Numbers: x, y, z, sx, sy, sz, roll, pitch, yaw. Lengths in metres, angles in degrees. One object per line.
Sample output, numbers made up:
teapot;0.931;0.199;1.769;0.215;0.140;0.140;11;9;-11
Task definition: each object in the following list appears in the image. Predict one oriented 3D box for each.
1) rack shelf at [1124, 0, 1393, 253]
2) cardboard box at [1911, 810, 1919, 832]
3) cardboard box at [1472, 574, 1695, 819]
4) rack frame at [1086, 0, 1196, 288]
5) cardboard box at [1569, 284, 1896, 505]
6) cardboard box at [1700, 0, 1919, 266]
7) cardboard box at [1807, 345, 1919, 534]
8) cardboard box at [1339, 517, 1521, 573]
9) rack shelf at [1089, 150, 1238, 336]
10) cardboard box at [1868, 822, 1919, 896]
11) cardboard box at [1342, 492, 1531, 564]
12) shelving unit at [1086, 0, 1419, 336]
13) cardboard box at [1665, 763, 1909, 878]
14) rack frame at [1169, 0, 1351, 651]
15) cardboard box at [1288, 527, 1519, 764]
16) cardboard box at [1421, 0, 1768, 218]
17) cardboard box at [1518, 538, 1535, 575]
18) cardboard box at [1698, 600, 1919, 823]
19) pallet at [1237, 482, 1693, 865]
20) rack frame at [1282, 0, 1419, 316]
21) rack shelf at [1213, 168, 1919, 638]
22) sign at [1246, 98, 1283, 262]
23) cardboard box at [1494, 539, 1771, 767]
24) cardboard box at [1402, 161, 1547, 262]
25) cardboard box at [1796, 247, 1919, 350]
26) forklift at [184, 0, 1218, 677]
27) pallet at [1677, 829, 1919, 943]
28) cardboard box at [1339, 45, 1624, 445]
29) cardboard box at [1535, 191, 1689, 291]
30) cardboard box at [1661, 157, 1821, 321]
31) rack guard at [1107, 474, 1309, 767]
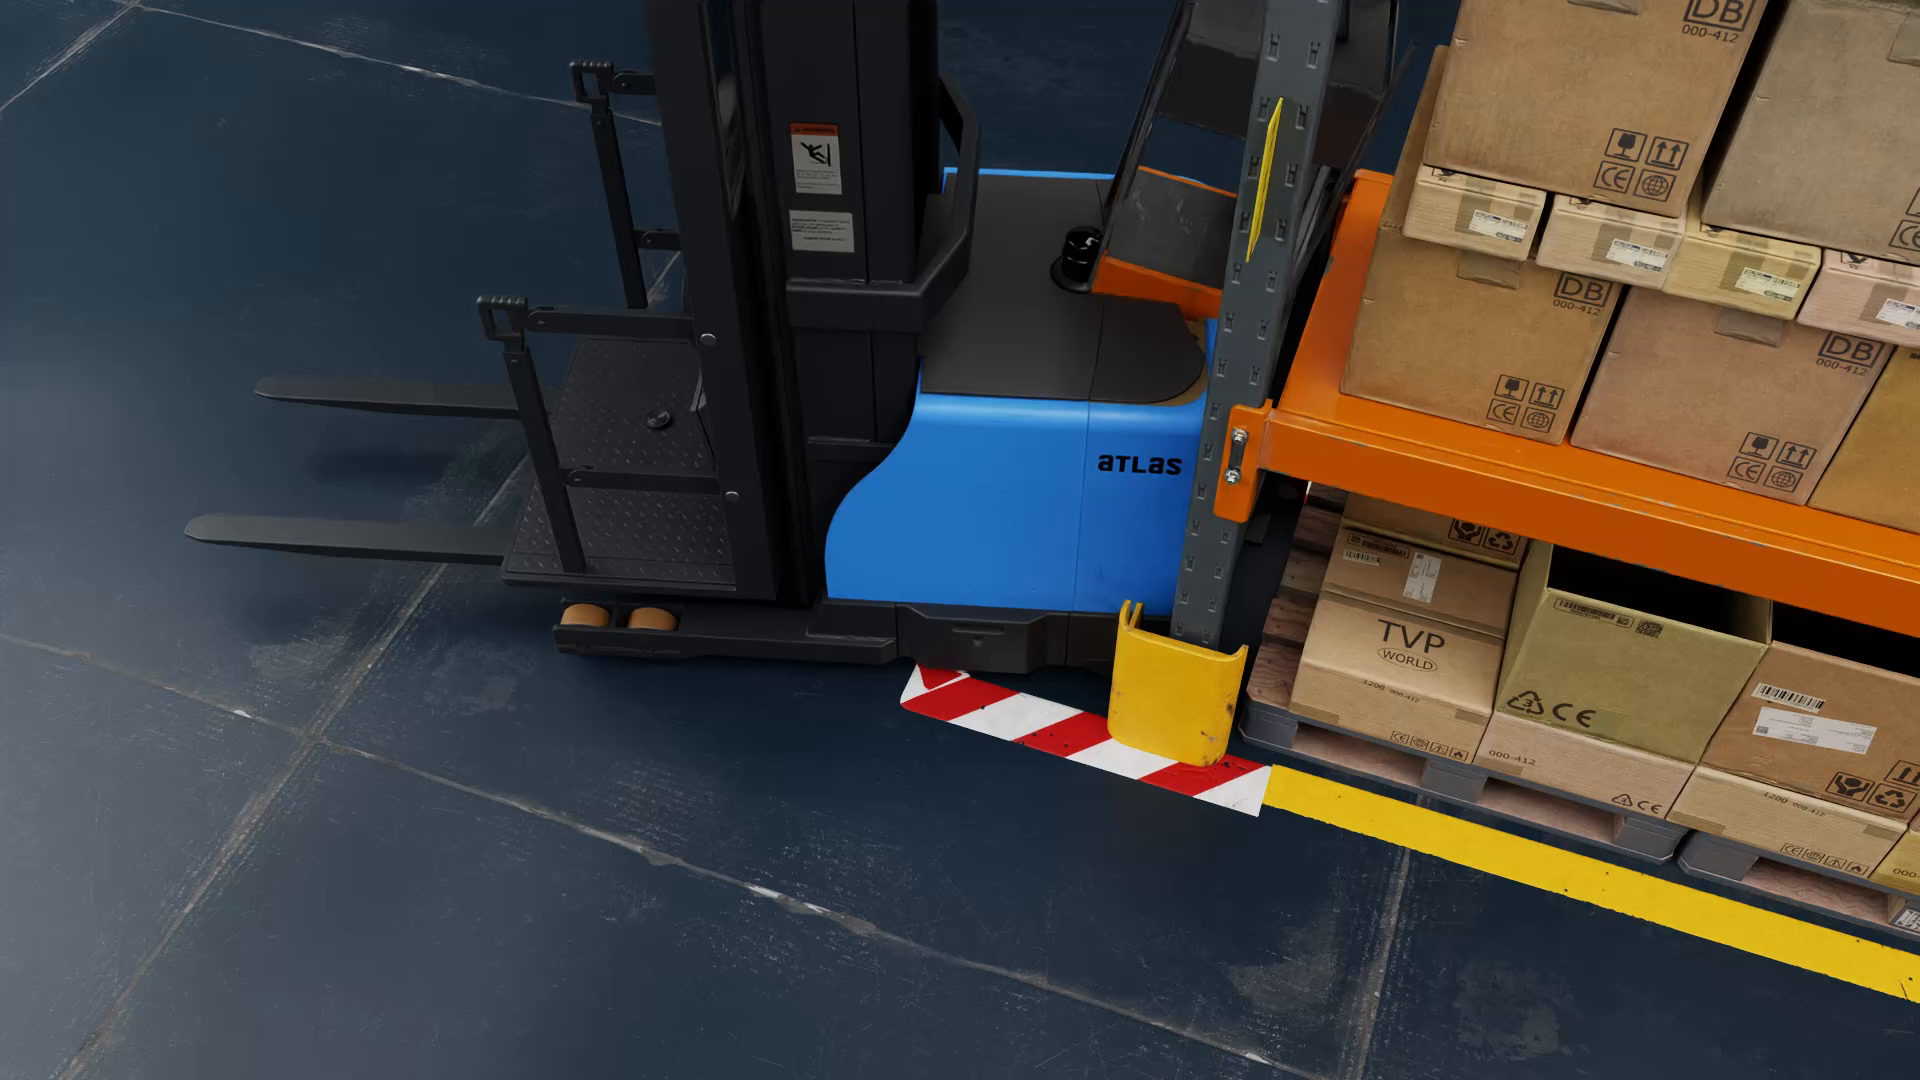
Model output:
rack shelf;0.723;-1.079;4.003;0.480;0.518;0.431;16;53;-1
cardboard box;2.623;0.430;3.938;0.500;0.500;0.500;16;51;13
cardboard box;1.687;0.409;4.452;0.500;0.250;0.500;16;51;13
rack frame;0.359;-0.753;4.544;0.015;2.100;0.400;16;53;-1
cardboard box;1.719;-0.548;3.673;0.500;0.500;0.700;17;51;14
cardboard box;1.769;-0.959;3.171;0.500;0.500;0.700;14;51;12
cardboard box;2.182;-0.413;3.557;0.500;0.500;0.700;16;51;13
cardboard box;1.396;-0.086;4.881;0.500;0.250;0.500;16;51;13
rack shelf;0.590;-0.677;4.561;0.480;0.518;0.431;16;53;-1
cardboard box;2.623;0.675;4.222;0.500;0.250;0.500;16;51;13
cardboard box;1.397;-0.333;4.599;0.500;0.500;0.500;16;51;13
shelving unit;0.593;-0.685;4.550;0.503;2.100;0.431;16;53;-1
cardboard box;2.156;0.541;4.338;0.500;0.250;0.500;16;51;13
rack frame;0.791;-0.780;3.941;0.127;3.000;1.000;16;51;13
cardboard box;1.217;0.281;4.563;0.500;0.250;0.500;16;51;13
cardboard box;1.274;-1.093;3.287;0.500;0.500;0.700;16;51;13
cardboard box;1.870;0.036;4.775;0.500;0.250;0.500;16;51;13
cardboard box;2.160;0.287;4.062;0.500;0.500;0.500;16;51;13
pallet;1.523;0.304;4.847;1.213;0.211;1.003;16;51;13
rack frame;0.827;-0.616;4.556;0.015;2.100;0.400;16;53;-1
rack shelf;2.667;-0.021;3.759;4.000;0.370;1.077;16;51;13
sign;0.593;-0.698;3.245;0.005;0.325;0.100;16;51;13
cardboard box;1.687;0.165;4.168;0.500;0.500;0.500;16;51;13
cardboard box;1.084;-0.770;3.437;0.250;0.149;0.380;15;51;13
cardboard box;1.802;-0.569;3.263;0.250;0.149;0.380;15;51;13
forklift;-0.789;-1.002;4.179;3.031;2.935;1.130;3;49;3
pallet;2.663;0.624;4.569;1.213;0.211;1.003;16;51;13
cardboard box;1.224;-0.682;3.790;0.500;0.500;0.700;16;51;13
cardboard box;1.333;-0.703;3.379;0.250;0.149;0.380;14;51;12
cardboard box;1.566;-0.636;3.321;0.250;0.149;0.380;16;51;13
rack guard;0.768;0.032;4.891;0.348;0.500;1.175;16;51;13
